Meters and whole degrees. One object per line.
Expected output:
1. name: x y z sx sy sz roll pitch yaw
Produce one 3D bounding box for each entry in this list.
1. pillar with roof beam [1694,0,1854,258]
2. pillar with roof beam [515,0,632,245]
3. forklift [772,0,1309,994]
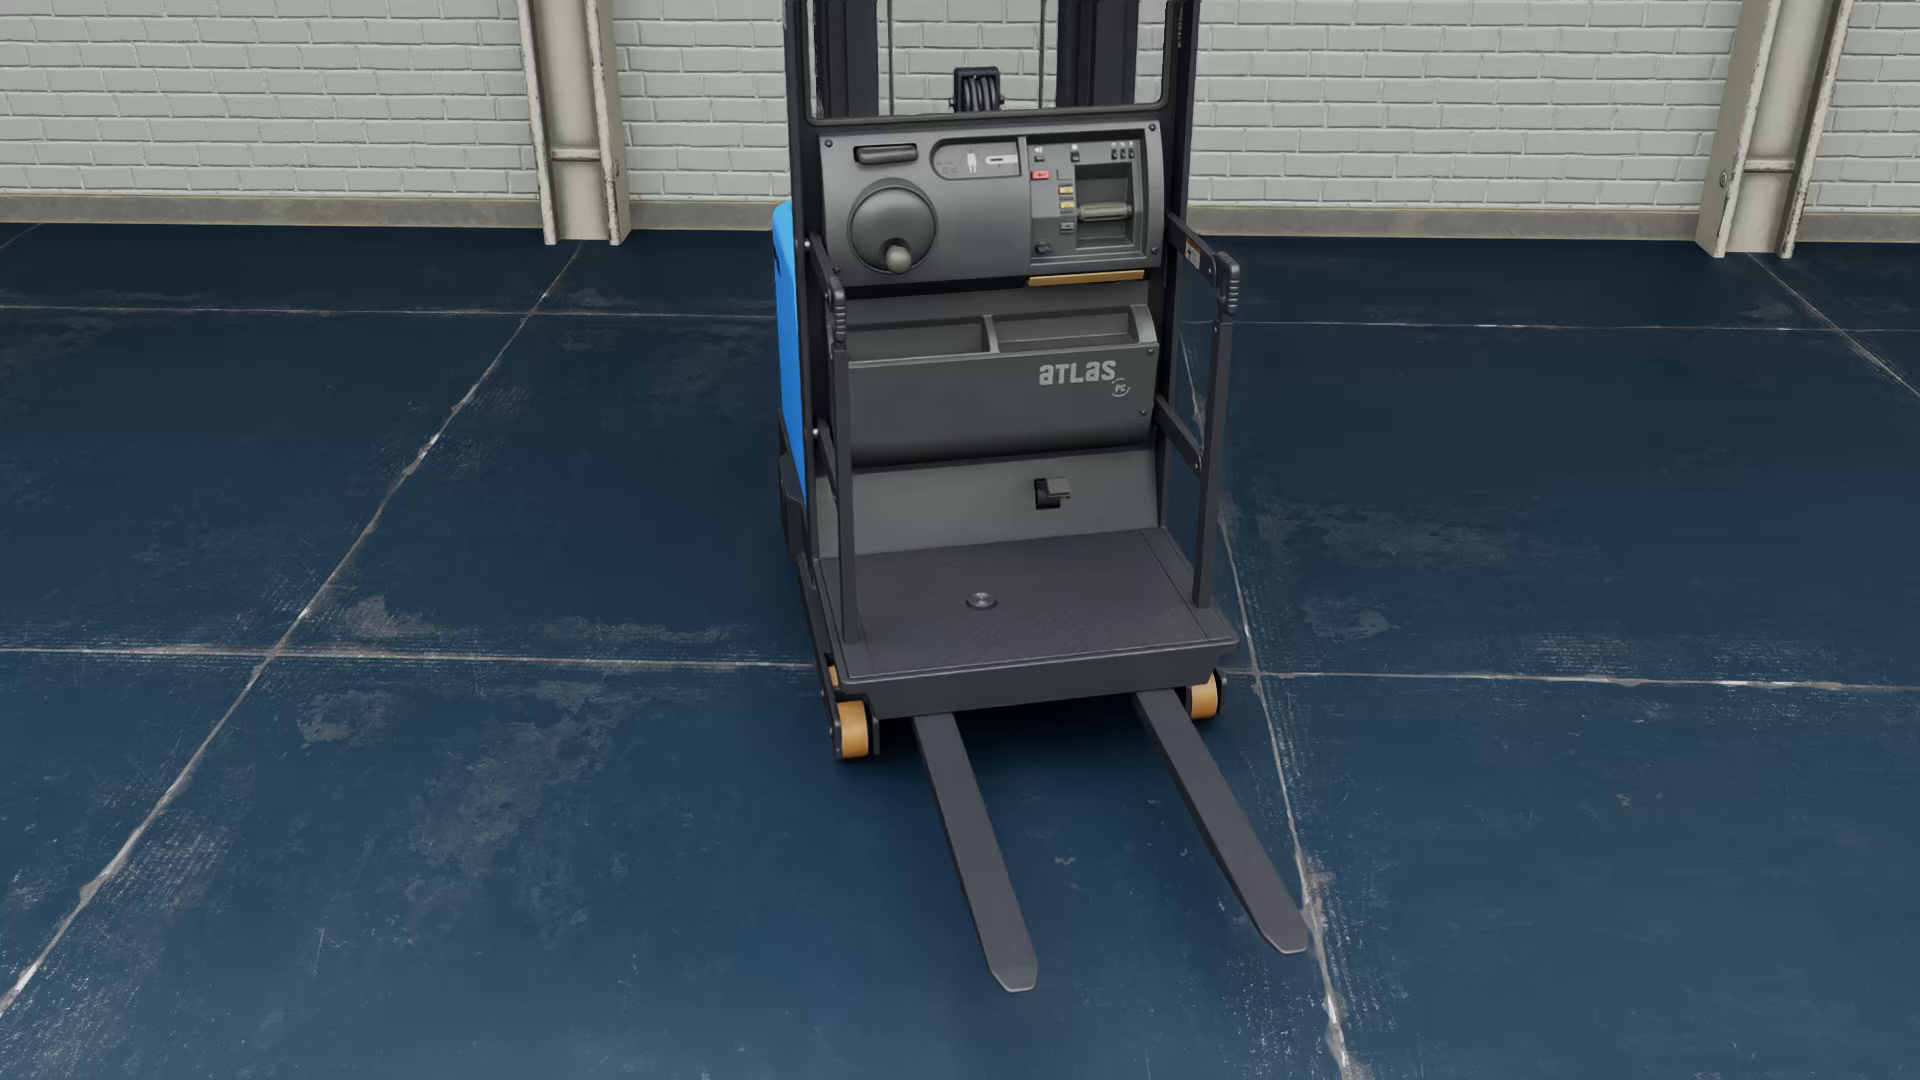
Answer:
1. pillar with roof beam: 3.887 -3.469 2.687 0.400 9.000 9.100 1 28 2
2. pillar with roof beam: -2.110 -3.569 2.874 0.400 9.000 9.100 1 28 2
3. forklift: 0.136 -0.875 4.272 1.130 2.935 3.031 -5 28 -10
